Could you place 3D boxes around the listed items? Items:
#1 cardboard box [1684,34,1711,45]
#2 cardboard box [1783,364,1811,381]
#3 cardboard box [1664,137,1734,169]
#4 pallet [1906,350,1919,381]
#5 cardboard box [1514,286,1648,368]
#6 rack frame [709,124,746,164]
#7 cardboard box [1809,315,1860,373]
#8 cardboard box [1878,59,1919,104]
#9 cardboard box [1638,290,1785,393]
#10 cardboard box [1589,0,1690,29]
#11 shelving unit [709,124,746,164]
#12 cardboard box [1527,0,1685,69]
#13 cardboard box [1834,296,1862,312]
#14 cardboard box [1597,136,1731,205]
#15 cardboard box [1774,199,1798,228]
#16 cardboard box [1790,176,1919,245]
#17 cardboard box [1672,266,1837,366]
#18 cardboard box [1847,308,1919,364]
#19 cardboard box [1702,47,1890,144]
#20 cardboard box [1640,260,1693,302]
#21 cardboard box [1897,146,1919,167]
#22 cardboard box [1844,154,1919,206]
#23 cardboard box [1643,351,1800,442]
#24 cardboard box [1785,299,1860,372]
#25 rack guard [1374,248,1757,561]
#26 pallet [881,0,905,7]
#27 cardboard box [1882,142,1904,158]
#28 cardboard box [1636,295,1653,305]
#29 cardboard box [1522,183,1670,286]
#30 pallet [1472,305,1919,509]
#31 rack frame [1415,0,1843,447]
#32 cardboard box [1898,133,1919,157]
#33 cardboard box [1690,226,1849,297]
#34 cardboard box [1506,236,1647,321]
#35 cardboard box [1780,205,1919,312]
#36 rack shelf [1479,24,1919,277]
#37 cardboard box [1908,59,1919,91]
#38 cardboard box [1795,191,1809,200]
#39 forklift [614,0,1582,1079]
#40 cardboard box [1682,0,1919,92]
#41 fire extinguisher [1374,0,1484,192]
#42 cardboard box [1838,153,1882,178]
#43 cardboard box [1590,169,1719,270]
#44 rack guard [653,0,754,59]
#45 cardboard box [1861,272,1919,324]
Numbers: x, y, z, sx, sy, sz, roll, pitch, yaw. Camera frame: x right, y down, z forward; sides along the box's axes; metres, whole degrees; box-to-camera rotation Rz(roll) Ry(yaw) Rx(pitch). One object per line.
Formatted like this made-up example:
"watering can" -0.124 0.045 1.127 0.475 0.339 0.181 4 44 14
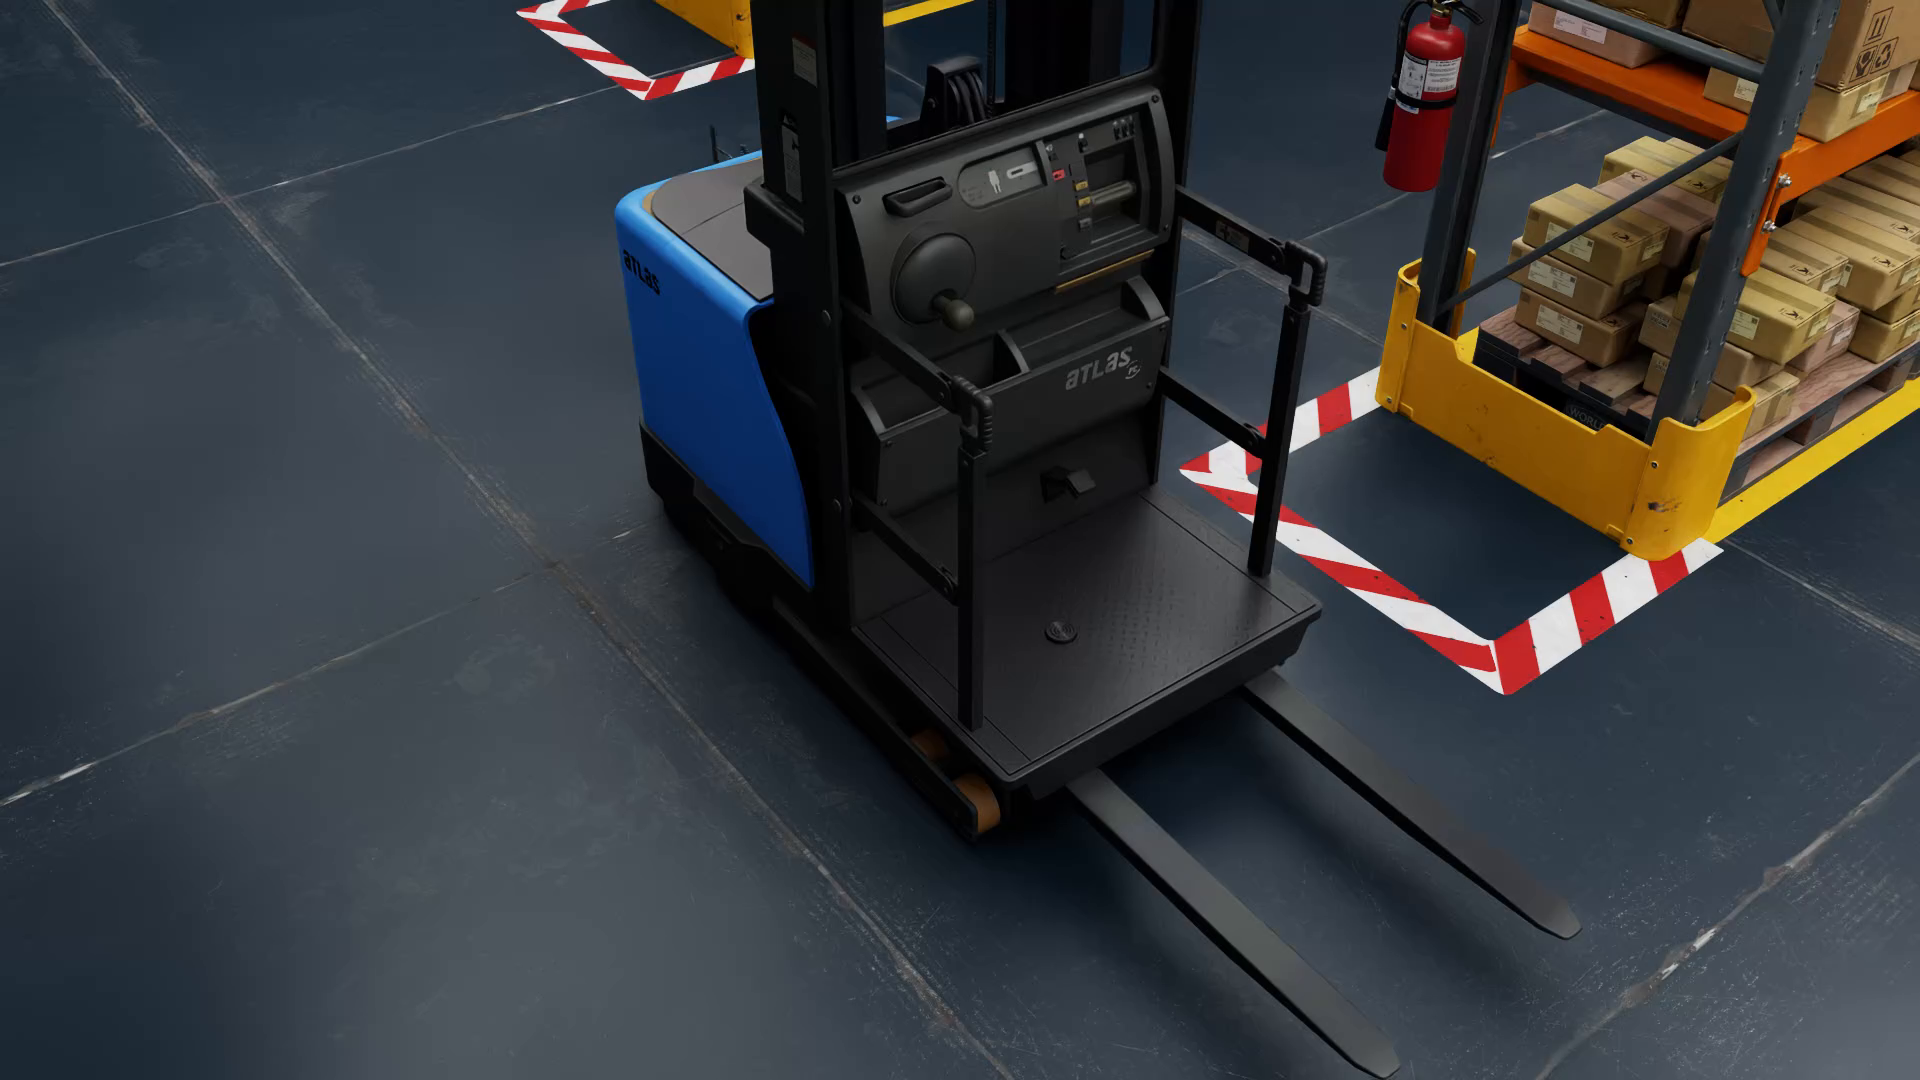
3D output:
"cardboard box" 2.173 -1.655 5.101 0.250 0.149 0.380 -26 46 -28
"cardboard box" 2.635 -0.651 5.595 0.250 0.149 0.380 -26 46 -28
"cardboard box" 2.738 -1.330 5.954 0.250 0.149 0.380 -28 47 -30
"pallet" 3.559 -1.123 6.453 1.213 0.211 1.003 -26 46 -28
"cardboard box" 2.157 -0.776 5.747 0.250 0.149 0.380 -25 46 -27
"rack frame" -0.709 -0.833 5.434 0.008 1.050 0.200 -26 45 -28
"cardboard box" 2.828 -0.751 5.717 0.250 0.149 0.380 -25 46 -28
"cardboard box" 2.500 -1.390 4.777 0.250 0.149 0.380 -24 45 -27
"cardboard box" 2.439 -0.656 5.366 0.250 0.149 0.380 -24 45 -26
"cardboard box" 2.066 -1.864 4.844 0.500 0.500 0.500 -25 46 -27
"shelving unit" -0.613 -0.880 5.492 0.252 1.050 0.215 -26 45 -28
"cardboard box" 1.953 -1.578 5.007 0.250 0.149 0.380 -26 46 -28
"cardboard box" 2.830 -0.872 5.630 0.250 0.149 0.380 -25 46 -28
"cardboard box" 2.494 -1.262 5.870 0.250 0.149 0.380 -27 46 -29
"cardboard box" 2.798 -1.184 6.010 0.250 0.149 0.380 -27 46 -29
"cardboard box" 3.059 -1.066 5.633 0.250 0.149 0.380 -28 47 -30
"cardboard box" 2.489 -0.729 5.221 0.250 0.149 0.380 -28 47 -30
"cardboard box" 3.097 -0.794 5.770 0.250 0.149 0.380 -25 46 -28
"cardboard box" 2.323 -1.270 4.632 0.250 0.149 0.380 -26 46 -28
"cardboard box" 2.352 -1.004 5.791 0.250 0.149 0.380 -27 47 -29
"cardboard box" 3.521 -1.248 5.853 0.250 0.149 0.380 -25 46 -27
"cardboard box" 3.284 -1.169 5.757 0.250 0.149 0.380 -24 45 -27
"cardboard box" 2.477 -0.509 5.422 0.250 0.149 0.380 -25 46 -27
"cardboard box" 2.690 -0.733 5.461 0.250 0.149 0.380 -26 46 -28
"rack guard" 1.927 -0.470 5.429 0.348 0.500 1.175 -26 46 -28
"pallet" -0.643 -3.128 8.896 1.213 0.211 1.003 -26 46 -28
"cardboard box" 3.552 -1.631 6.555 0.250 0.149 0.380 -26 46 -28
"cardboard box" 2.299 -0.926 5.930 0.250 0.149 0.380 -25 45 -27
"cardboard box" 2.132 -1.029 5.587 0.250 0.149 0.380 -25 46 -28
"pallet" 2.593 -0.655 5.882 1.213 0.211 1.003 -26 46 -28
"rack frame" 1.867 -1.407 4.600 0.127 3.000 1.000 -26 46 -28
"cardboard box" 3.662 -1.393 6.030 0.250 0.149 0.380 -26 46 -28
"cardboard box" 2.635 -0.896 5.425 0.250 0.149 0.380 -25 46 -27
"cardboard box" 2.111 -0.930 5.701 0.250 0.149 0.380 -27 47 -29
"cardboard box" 2.912 -0.929 5.465 0.250 0.149 0.380 -26 46 -28
"rack shelf" 3.453 -1.902 5.771 4.000 0.370 1.077 -26 46 -28
"cardboard box" 2.746 -1.467 4.871 0.250 0.149 0.380 -27 47 -29
"cardboard box" 2.925 -1.338 6.198 0.250 0.149 0.380 -25 46 -27
"forklift" 0.266 -0.720 3.817 1.130 2.935 3.031 -25 46 -27
"cardboard box" 2.391 -1.595 4.516 0.500 0.500 0.500 -24 45 -26
"fire extinguisher" 1.386 -1.368 4.907 0.183 0.674 0.296 -26 46 -28
"cardboard box" 3.194 -1.508 6.170 0.250 0.149 0.380 -28 47 -29
"cardboard box" 2.366 -1.098 5.670 0.250 0.149 0.380 -25 46 -27
"rack guard" -1.249 -2.882 8.369 0.348 0.500 1.175 -26 46 -28
"cardboard box" 3.100 -0.917 5.685 0.250 0.149 0.380 -25 45 -27
